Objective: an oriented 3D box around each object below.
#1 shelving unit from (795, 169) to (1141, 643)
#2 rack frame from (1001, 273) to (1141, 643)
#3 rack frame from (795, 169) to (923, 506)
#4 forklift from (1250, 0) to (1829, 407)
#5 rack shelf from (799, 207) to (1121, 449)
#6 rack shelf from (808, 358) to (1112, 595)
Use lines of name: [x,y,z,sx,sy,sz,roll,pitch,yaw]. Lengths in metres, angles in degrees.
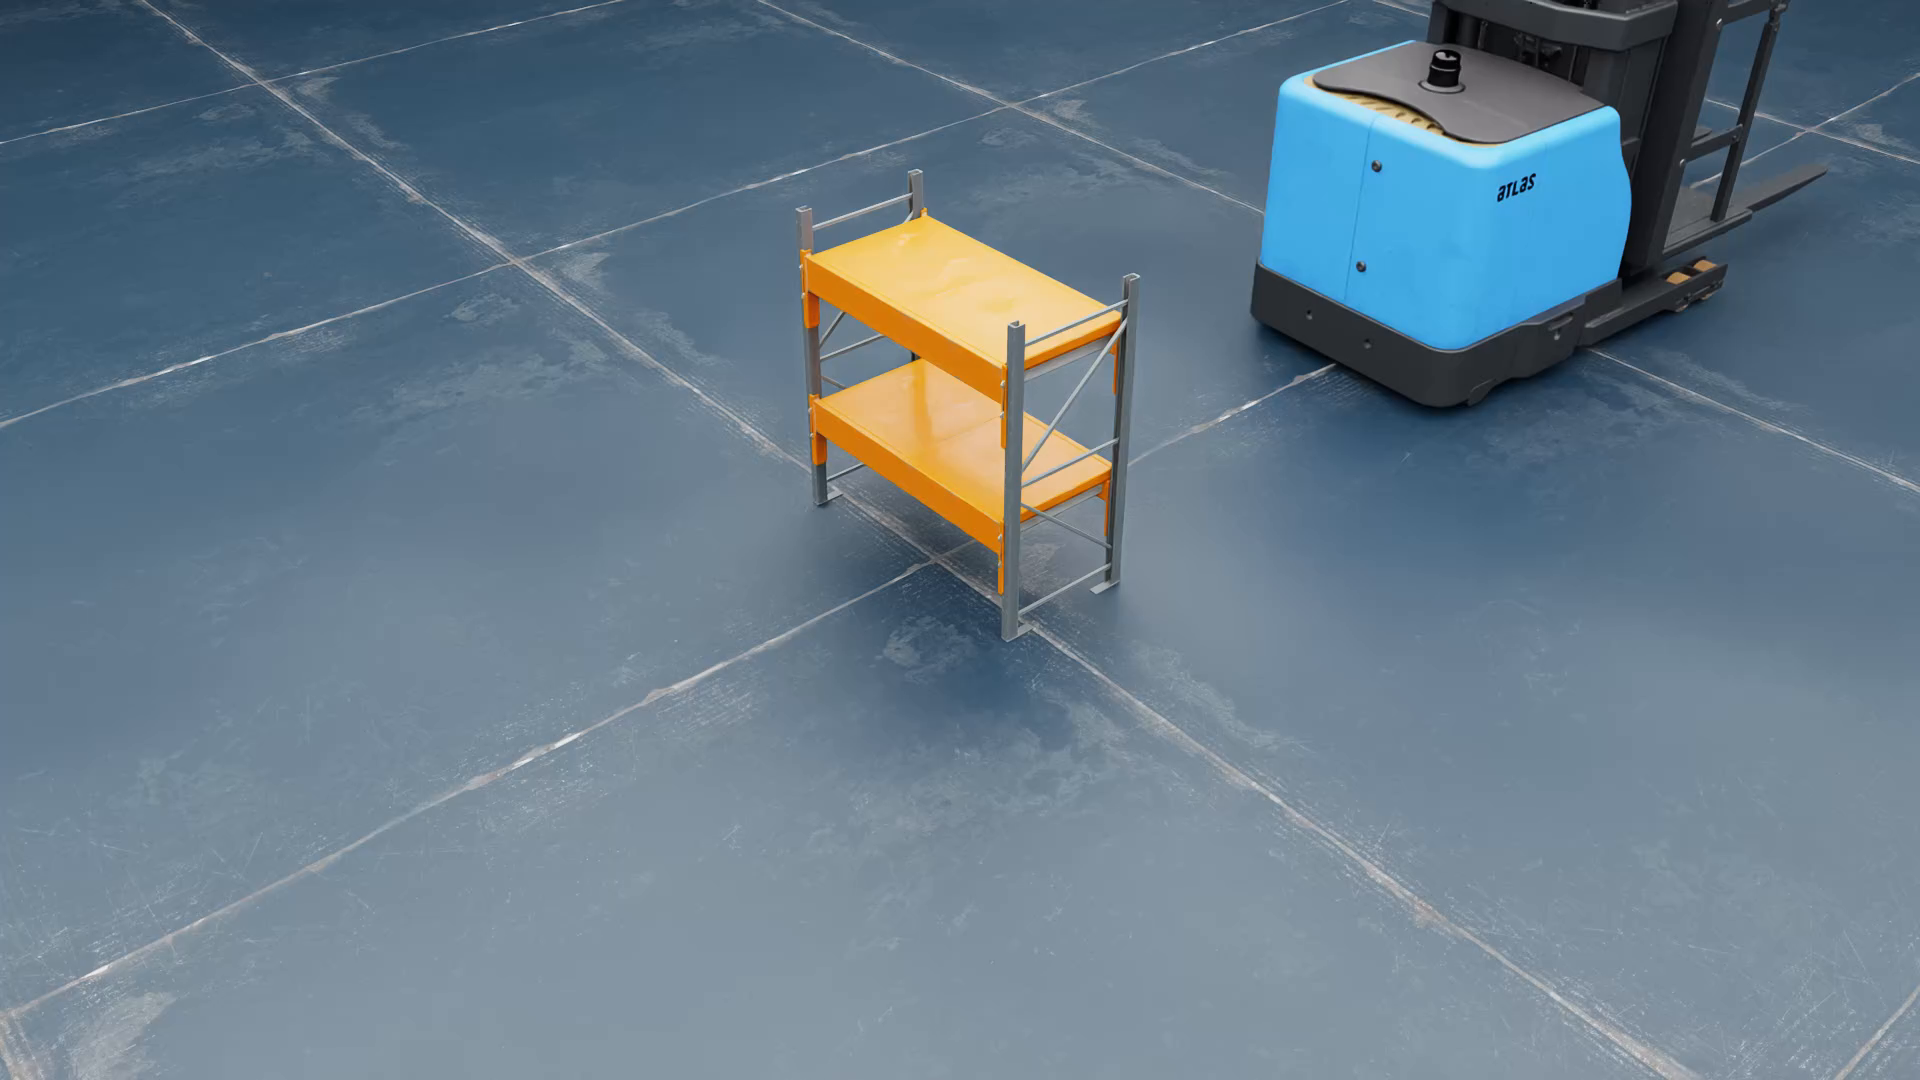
shelving unit: [0.004,-0.456,5.421,0.538,1.125,1.048,-26,43,-32]
rack frame: [0.332,-0.232,5.104,0.500,1.125,0.032,-26,43,-32]
rack frame: [-0.324,-0.680,5.738,0.500,1.125,0.032,-26,43,-32]
forklift: [2.695,-2.391,6.590,3.031,2.935,1.130,-24,42,-30]
rack shelf: [0.004,-0.695,5.252,0.538,0.278,1.000,-26,43,-32]
rack shelf: [0.004,-0.257,5.562,0.538,0.278,1.000,-26,43,-32]
